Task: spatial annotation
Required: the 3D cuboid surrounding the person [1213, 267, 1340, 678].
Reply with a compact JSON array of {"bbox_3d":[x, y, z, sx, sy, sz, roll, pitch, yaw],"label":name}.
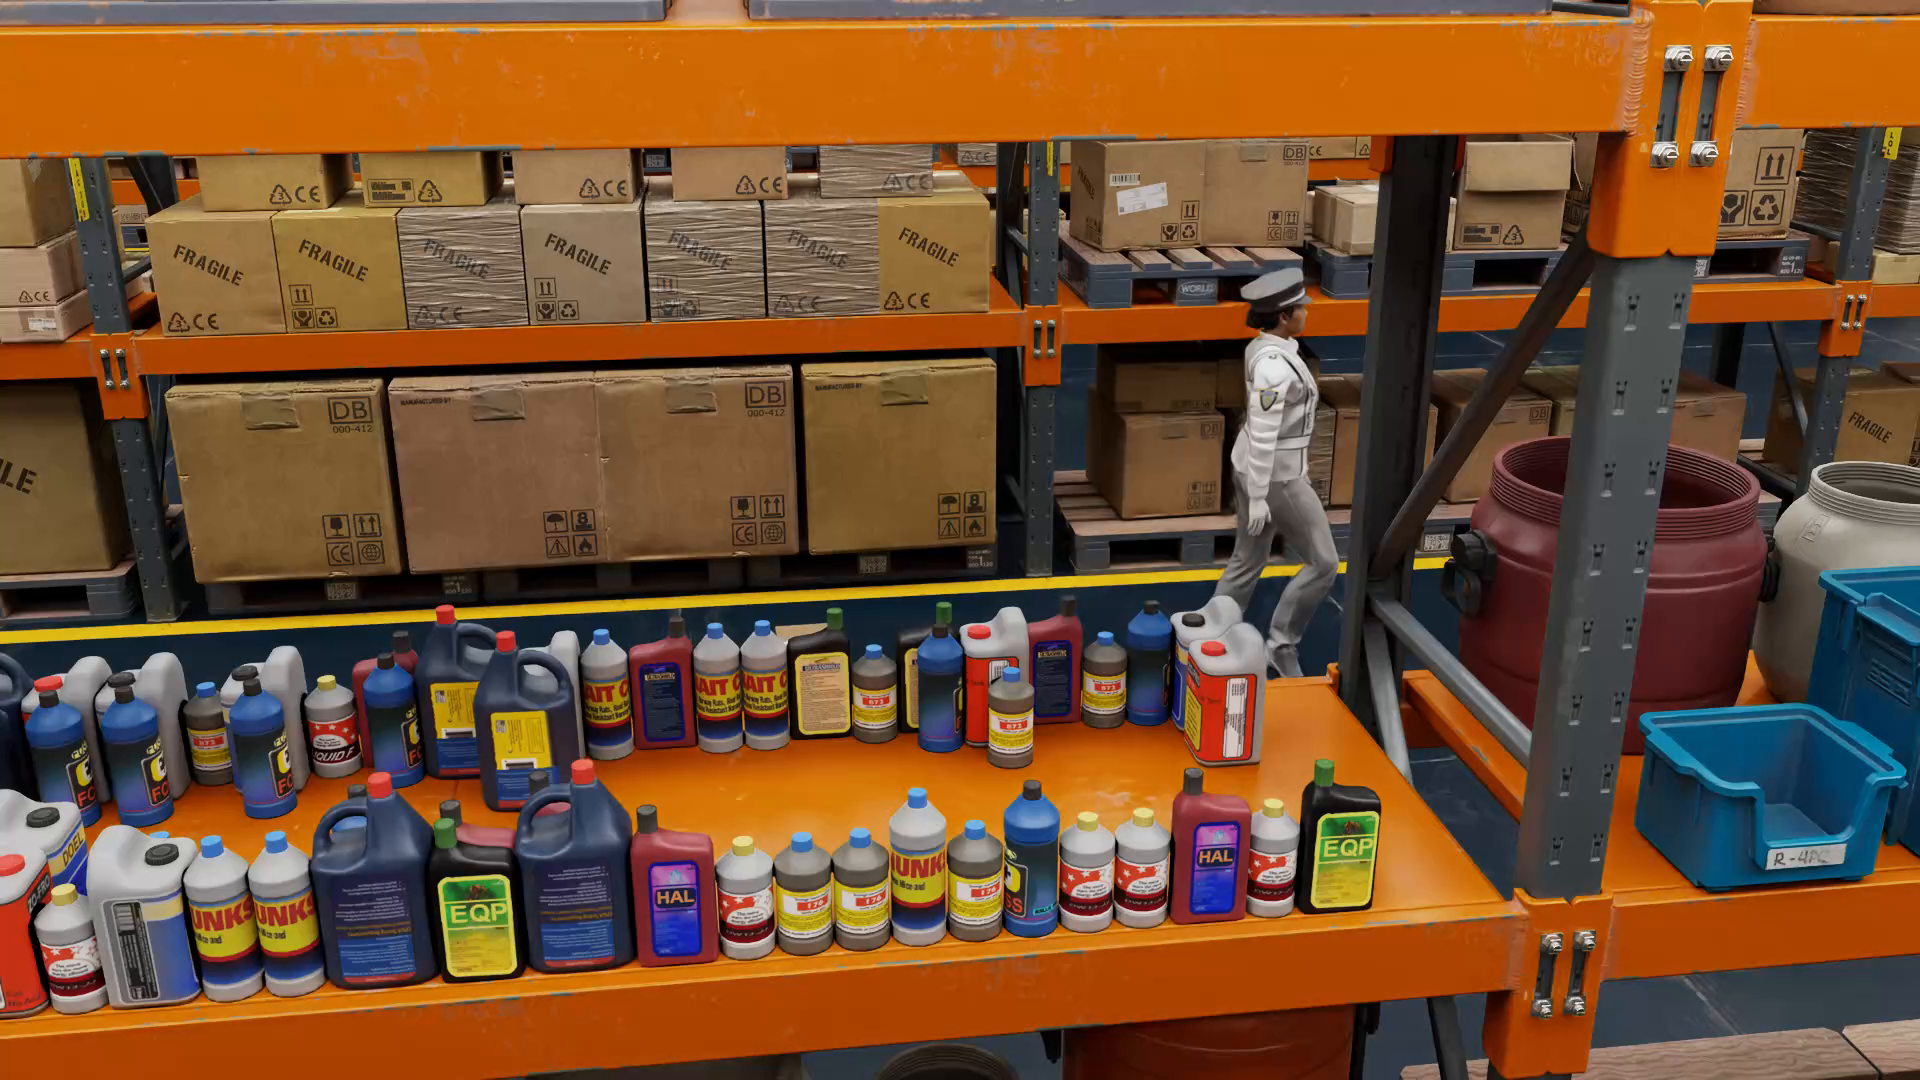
[{"bbox_3d":[1.265,-0.225,6.657,0.493,1.741,0.522,0,20,0],"label":"person"}]
